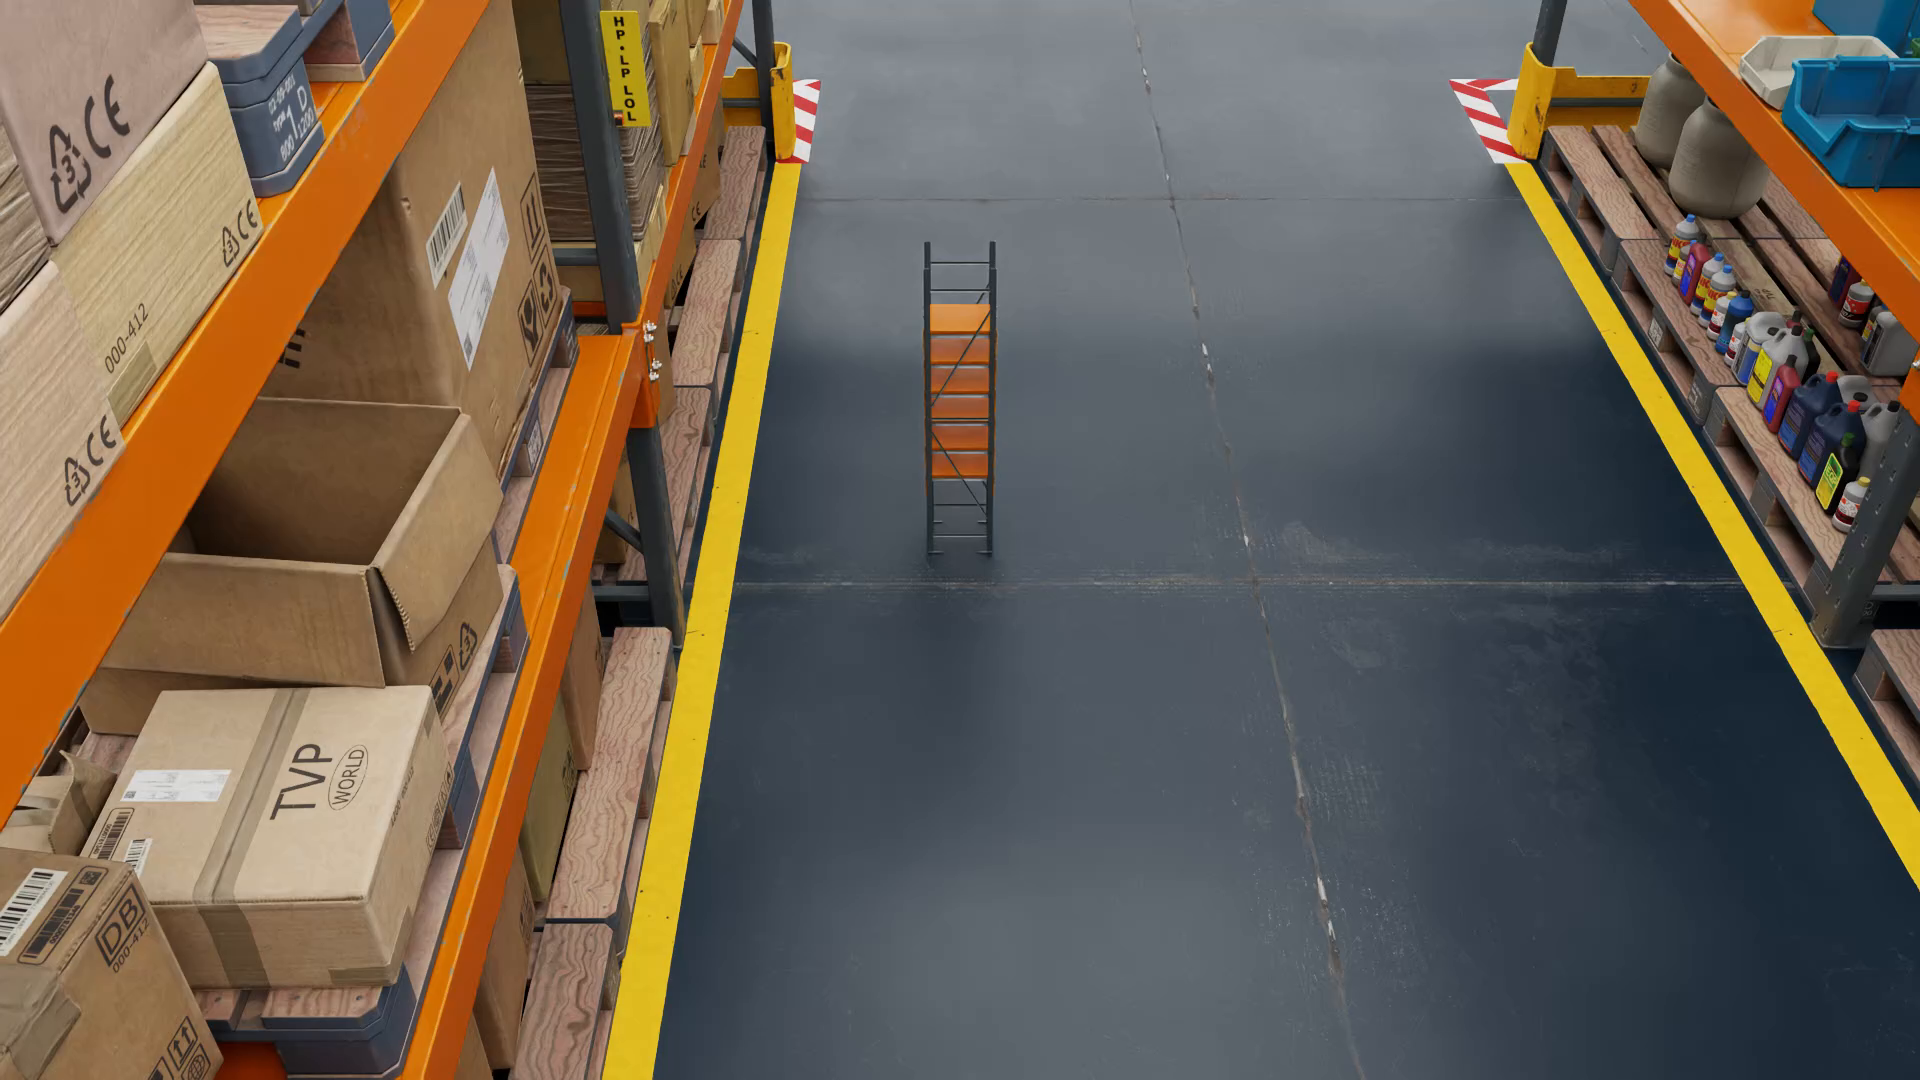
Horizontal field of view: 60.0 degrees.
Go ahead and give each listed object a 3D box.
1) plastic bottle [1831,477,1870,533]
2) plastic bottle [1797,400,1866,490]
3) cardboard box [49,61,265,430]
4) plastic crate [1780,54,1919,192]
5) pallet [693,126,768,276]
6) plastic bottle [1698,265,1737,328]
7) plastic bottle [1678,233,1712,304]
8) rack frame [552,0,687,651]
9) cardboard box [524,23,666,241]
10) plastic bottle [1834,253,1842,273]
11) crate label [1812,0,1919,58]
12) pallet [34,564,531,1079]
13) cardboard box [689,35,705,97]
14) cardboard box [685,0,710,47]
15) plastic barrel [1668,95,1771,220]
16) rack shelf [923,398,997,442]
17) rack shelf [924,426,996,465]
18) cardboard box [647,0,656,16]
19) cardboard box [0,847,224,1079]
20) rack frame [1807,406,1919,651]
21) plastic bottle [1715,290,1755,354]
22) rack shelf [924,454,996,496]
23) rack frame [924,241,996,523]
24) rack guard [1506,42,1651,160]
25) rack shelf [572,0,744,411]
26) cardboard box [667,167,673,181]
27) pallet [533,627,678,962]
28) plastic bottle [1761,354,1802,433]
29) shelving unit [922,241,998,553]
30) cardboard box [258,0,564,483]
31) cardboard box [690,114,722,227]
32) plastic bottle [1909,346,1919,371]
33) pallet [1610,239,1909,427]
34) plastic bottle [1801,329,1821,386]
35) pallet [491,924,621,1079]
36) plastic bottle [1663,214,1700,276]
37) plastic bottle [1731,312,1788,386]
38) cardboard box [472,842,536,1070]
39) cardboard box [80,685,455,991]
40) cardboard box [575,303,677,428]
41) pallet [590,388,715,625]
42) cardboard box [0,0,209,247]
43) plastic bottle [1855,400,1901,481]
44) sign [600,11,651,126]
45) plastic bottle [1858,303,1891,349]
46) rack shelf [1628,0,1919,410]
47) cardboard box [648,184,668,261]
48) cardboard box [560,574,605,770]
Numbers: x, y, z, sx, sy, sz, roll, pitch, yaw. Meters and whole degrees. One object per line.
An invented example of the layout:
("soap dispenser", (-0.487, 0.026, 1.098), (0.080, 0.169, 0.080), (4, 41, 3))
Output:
("plastic bottle", (3.178, -0.133, 5.903), (0.097, 0.201, 0.097), (0, 39, 0))
("plastic bottle", (3.201, -0.367, 6.076), (0.144, 0.351, 0.185), (-1, 39, -1))
("cardboard box", (-1.214, -0.370, 2.035), (0.500, 0.250, 0.500), (1, 39, 1))
("plastic crate", (3.218, -1.461, 5.793), (0.499, 0.251, 0.616), (0, 39, 0))
("pallet", (-1.502, -1.681, 8.179), (1.003, 0.211, 1.213), (0, 39, 0))
("plastic bottle", (3.177, -1.024, 6.959), (0.097, 0.271, 0.097), (0, 39, 0))
("plastic bottle", (3.158, -1.164, 7.124), (0.061, 0.283, 0.133), (1, 39, 1))
("rack frame", (-1.463, -0.823, 4.879), (1.000, 3.000, 0.127), (0, 39, 0))
("cardboard box", (-1.401, -1.260, 5.105), (0.875, 0.500, 0.500), (0, 39, 0))
("plastic bottle", (3.926, -1.260, 7.309), (0.097, 0.201, 0.097), (0, 39, 0))
("crate label", (3.758, -2.191, 6.557), (0.502, 0.435, 0.616), (0, 39, 0))
("pallet", (-1.501, 0.515, 3.362), (1.003, 0.211, 1.213), (0, 39, 0))
("cardboard box", (-1.177, -1.798, 6.296), (0.380, 0.149, 0.250), (0, 39, 0))
("cardboard box", (-1.427, -2.198, 6.276), (0.875, 0.500, 0.500), (0, 39, 0))
("plastic barrel", (3.564, -1.796, 7.746), (0.421, 0.512, 0.421), (0, 39, 0))
("rack shelf", (0.000, -0.443, 5.914), (0.258, 0.103, 0.180), (0, 39, 0))
("rack shelf", (0.000, -0.349, 5.989), (0.258, 0.103, 0.180), (0, 39, 0))
("cardboard box", (-1.211, -1.963, 5.183), (0.500, 0.500, 0.500), (0, 39, 0))
("cardboard box", (-1.599, 0.789, 2.451), (0.700, 0.500, 0.500), (5, 39, 7))
("rack frame", (3.490, -0.827, 4.883), (1.000, 3.000, 0.127), (0, 39, 0))
("plastic bottle", (3.177, -0.898, 6.801), (0.097, 0.271, 0.097), (0, 39, 0))
("rack shelf", (0.000, -0.255, 6.064), (0.258, 0.103, 0.180), (0, 39, 0))
("rack frame", (0.000, -0.534, 5.957), (0.240, 1.200, 0.006), (0, 39, 0))
("rack guard", (3.533, -2.305, 8.727), (1.175, 0.500, 0.348), (0, 39, 0))
("rack shelf", (-1.465, -1.793, 6.664), (1.077, 0.370, 4.000), (0, 39, 0))
("cardboard box", (-1.187, -1.329, 5.710), (0.380, 0.149, 0.250), (0, 39, 0))
("pallet", (-1.460, 0.752, 5.143), (1.003, 0.211, 1.213), (0, 39, 0))
("plastic bottle", (3.159, -0.563, 6.374), (0.061, 0.283, 0.133), (2, 39, 3))
("shelving unit", (0.000, -0.477, 5.886), (0.258, 1.200, 0.189), (0, 39, 0))
("cardboard box", (-1.602, -0.724, 3.940), (1.000, 1.000, 1.000), (0, 39, 0))
("cardboard box", (-1.448, -1.749, 7.697), (0.500, 0.500, 0.500), (10, 40, 12))
("plastic bottle", (3.904, -0.854, 6.683), (0.144, 0.351, 0.185), (0, 39, 0))
("pallet", (3.527, -0.923, 7.234), (1.003, 0.211, 1.213), (0, 39, 0))
("plastic bottle", (3.303, -0.679, 6.519), (0.061, 0.283, 0.133), (0, 39, 0))
("pallet", (-1.456, 1.517, 4.189), (1.003, 0.211, 1.213), (0, 39, 0))
("plastic bottle", (3.176, -1.301, 7.305), (0.097, 0.271, 0.097), (0, 39, 0))
("plastic bottle", (3.205, -0.762, 6.628), (0.152, 0.276, 0.135), (1, 39, 1))
("cardboard box", (-1.501, 1.013, 4.235), (0.700, 0.500, 0.500), (-3, 39, -4))
("cardboard box", (-1.230, 0.525, 2.981), (0.500, 0.250, 0.500), (-1, 39, -1))
("cardboard box", (-1.431, -0.620, 6.288), (0.500, 0.500, 0.500), (12, 40, 14))
("pallet", (-1.499, -0.155, 6.275), (1.003, 0.211, 1.213), (0, 39, 0))
("cardboard box", (-1.206, -0.652, 1.787), (0.500, 0.500, 0.500), (-1, 39, -1))
("plastic bottle", (3.346, -0.367, 6.076), (0.144, 0.351, 0.185), (0, 39, 0))
("sign", (-0.908, -1.278, 4.520), (0.100, 0.325, 0.005), (0, 39, 0))
("plastic bottle", (3.783, -0.884, 6.841), (0.097, 0.201, 0.097), (0, 39, 0))
("rack shelf", (3.488, -1.797, 6.669), (1.077, 0.370, 4.000), (0, 39, 0))
("cardboard box", (-1.149, -1.016, 5.320), (0.380, 0.149, 0.250), (0, 39, 0))
("cardboard box", (-1.483, 0.365, 5.044), (0.700, 0.500, 0.500), (-3, 39, -4))
